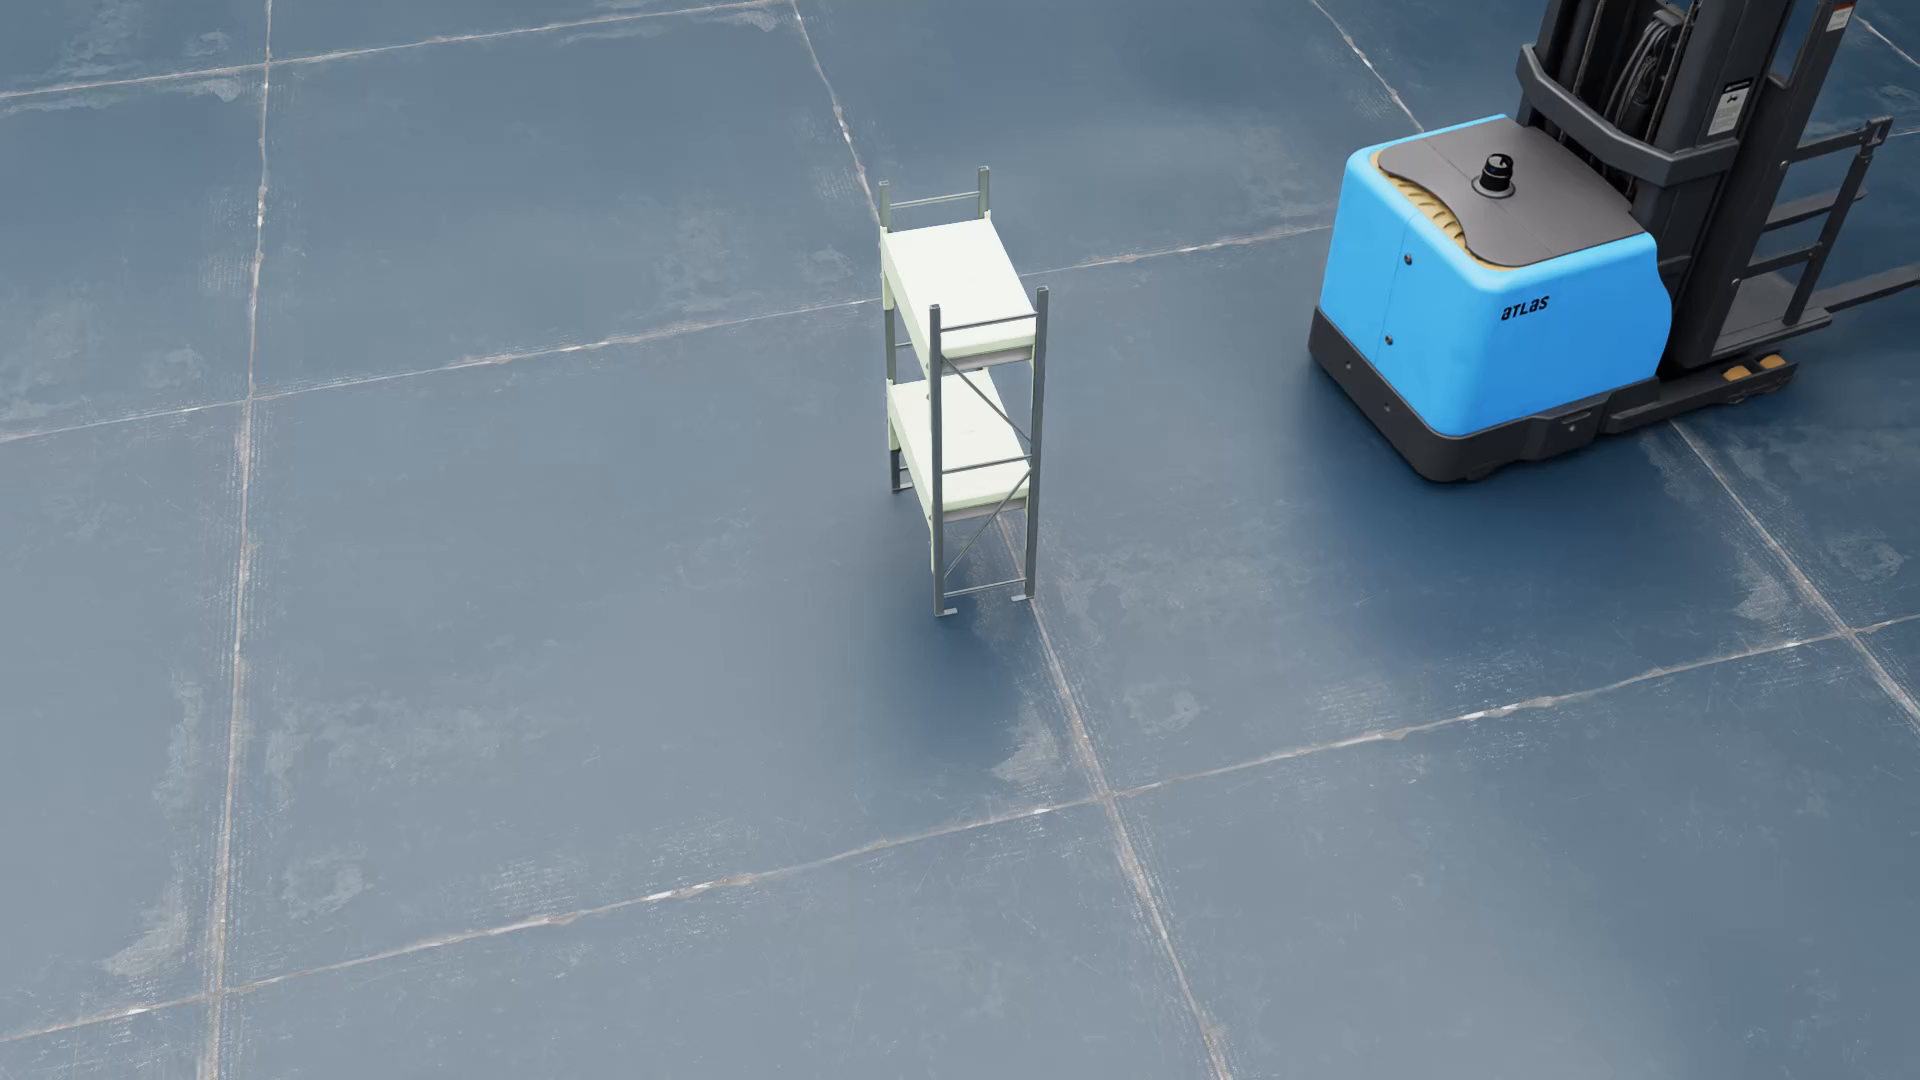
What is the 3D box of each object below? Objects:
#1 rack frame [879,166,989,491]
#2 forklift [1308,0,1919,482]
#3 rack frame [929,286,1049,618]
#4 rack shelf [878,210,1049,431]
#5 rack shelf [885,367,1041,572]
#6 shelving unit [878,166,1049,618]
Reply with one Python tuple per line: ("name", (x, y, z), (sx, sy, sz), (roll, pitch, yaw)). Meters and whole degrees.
("rack frame", (-0.092, -0.773, 6.457), (0.400, 1.500, 0.023), (-11, 47, -10))
("forklift", (3.136, -1.959, 6.617), (3.031, 2.935, 1.130), (-17, 48, -16))
("rack frame", (0.095, -0.268, 5.962), (0.400, 1.500, 0.023), (-11, 47, -10))
("rack shelf", (0.002, -0.793, 5.931), (0.431, 0.370, 0.720), (-11, 47, -10))
("rack shelf", (0.002, -0.292, 6.443), (0.431, 0.370, 0.720), (-11, 47, -10))
("shelving unit", (0.002, -0.520, 6.210), (0.431, 1.500, 0.755), (-11, 47, -10))
